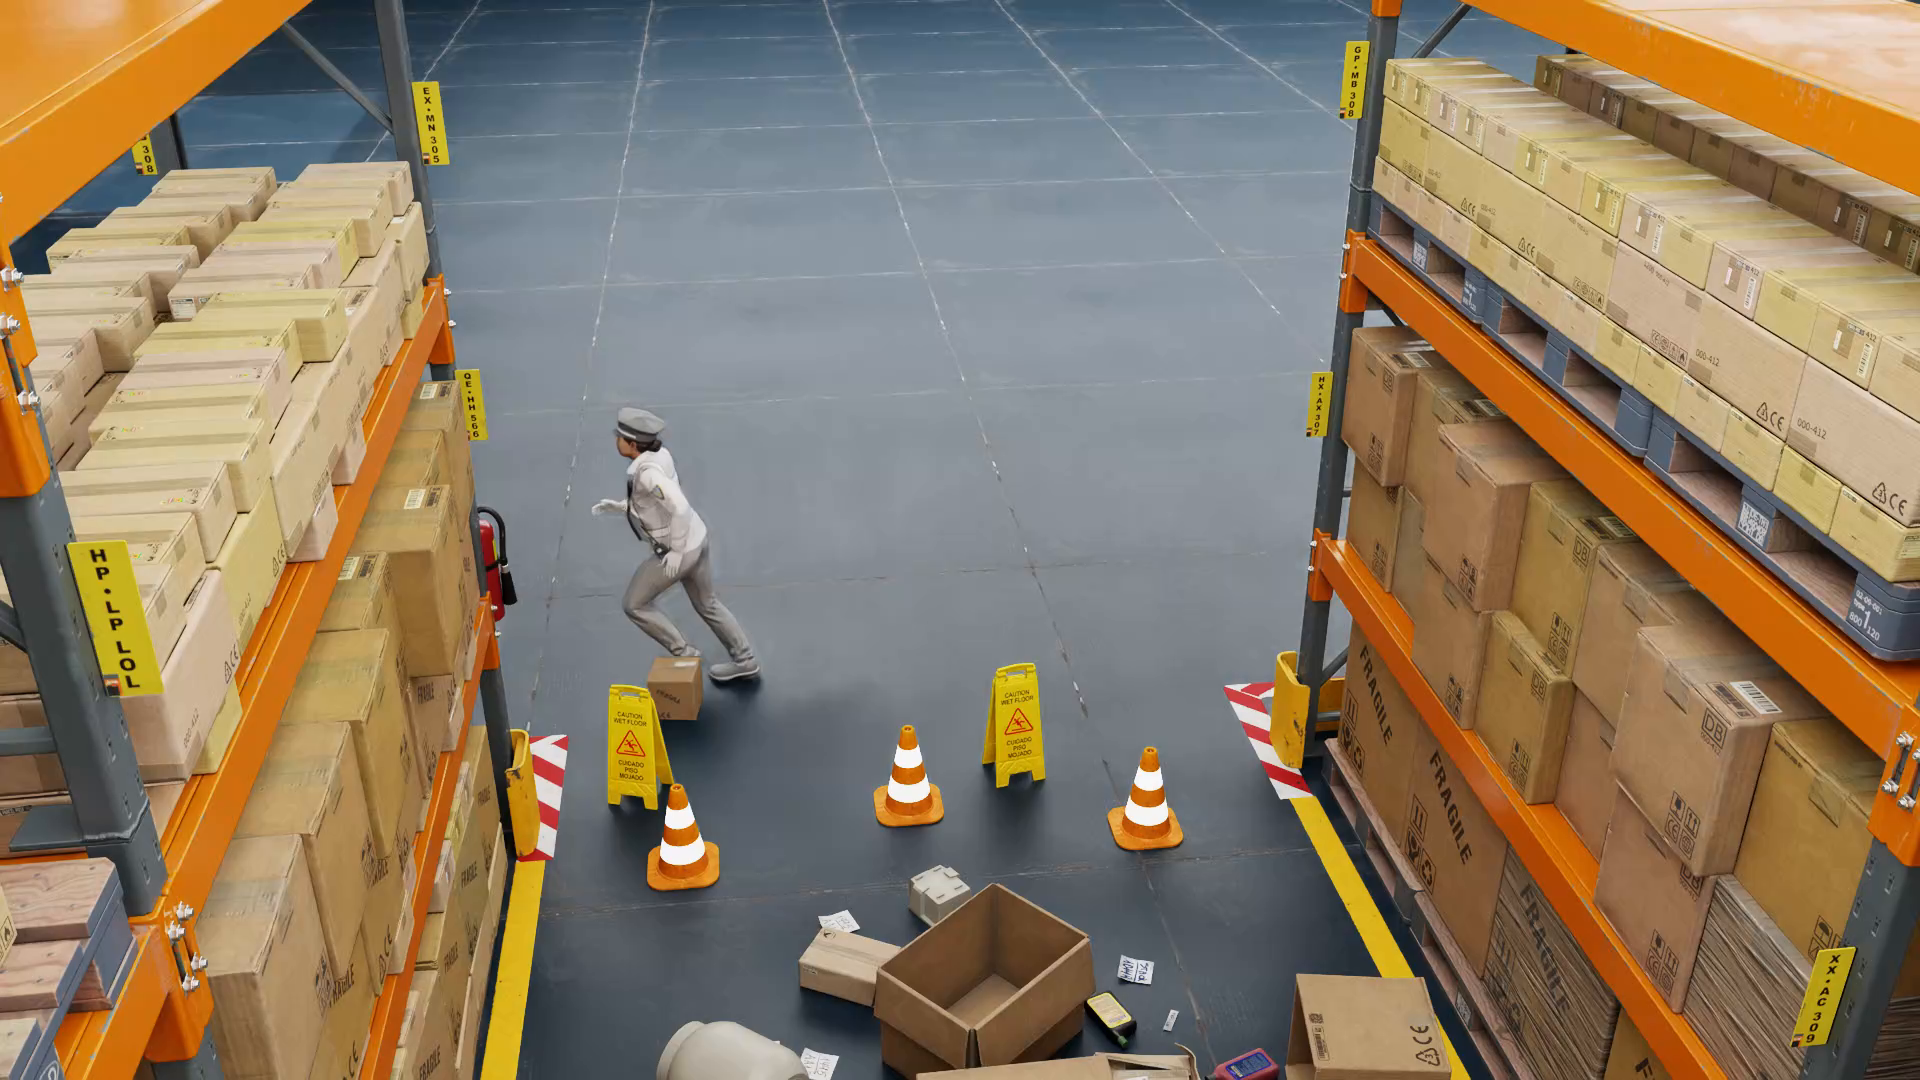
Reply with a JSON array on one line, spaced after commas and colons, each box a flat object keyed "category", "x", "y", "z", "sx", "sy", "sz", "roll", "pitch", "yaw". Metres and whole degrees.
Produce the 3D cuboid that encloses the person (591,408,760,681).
[{"category": "person", "x": -1.566, "y": 0.053, "z": 9.034, "sx": 0.874, "sy": 1.611, "sz": 0.614, "roll": 2, "pitch": 27, "yaw": 5}]
